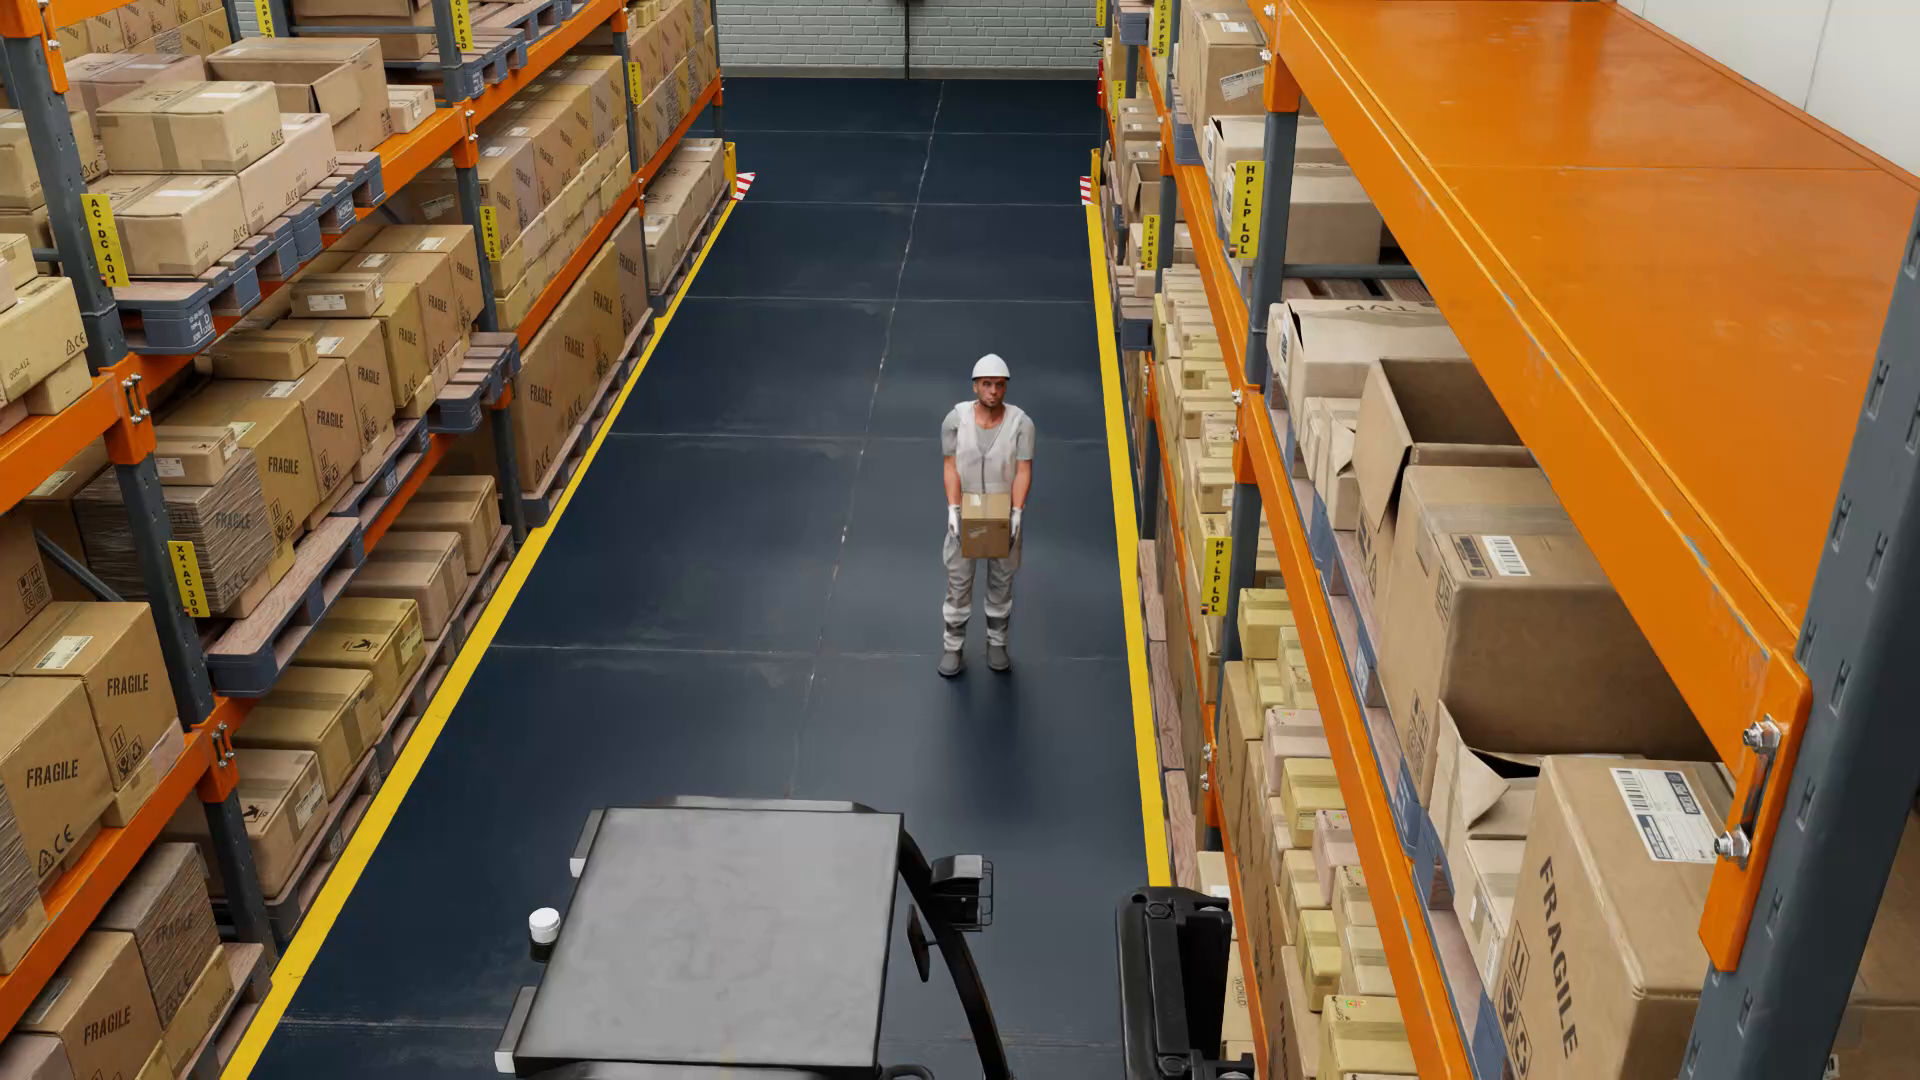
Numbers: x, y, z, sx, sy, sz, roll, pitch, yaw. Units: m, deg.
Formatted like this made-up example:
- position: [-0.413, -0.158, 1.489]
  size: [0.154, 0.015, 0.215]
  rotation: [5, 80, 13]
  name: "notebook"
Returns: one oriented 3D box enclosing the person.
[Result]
- position: [0.141, -0.108, 9.033]
  size: [0.525, 1.793, 0.540]
  rotation: [1, 28, 2]
  name: "person"
